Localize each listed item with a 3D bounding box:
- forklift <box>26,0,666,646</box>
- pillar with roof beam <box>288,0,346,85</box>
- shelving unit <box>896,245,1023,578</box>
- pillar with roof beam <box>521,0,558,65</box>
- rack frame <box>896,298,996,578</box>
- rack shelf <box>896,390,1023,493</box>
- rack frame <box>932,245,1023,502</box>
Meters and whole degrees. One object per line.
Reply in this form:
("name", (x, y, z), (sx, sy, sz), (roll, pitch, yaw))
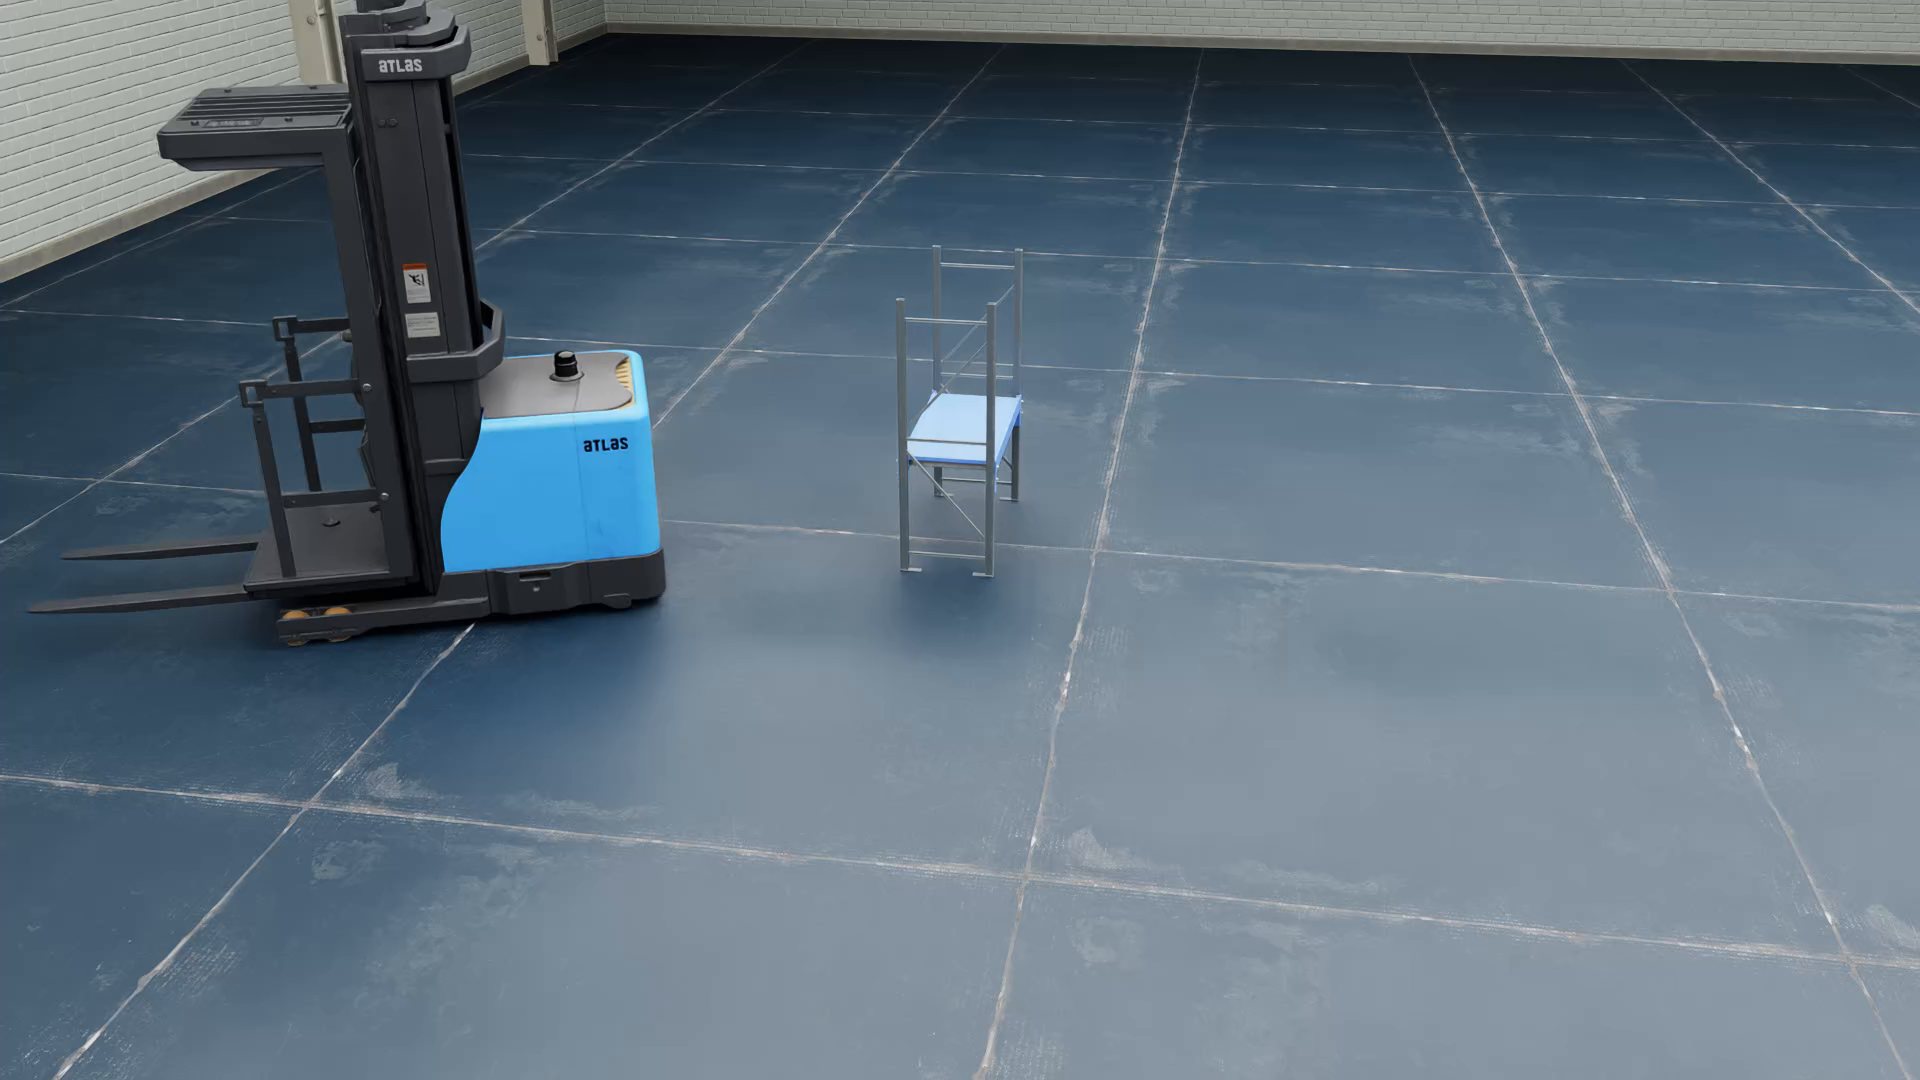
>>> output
("forklift", (-3.081, -1.055, 8.047), (3.031, 2.935, 1.130), (-5, 26, -11))
("pillar with roof beam", (-2.728, -8.129, 16.003), (9.100, 9.000, 0.400), (4, 25, 9))
("shelving unit", (0.014, -0.715, 9.008), (0.538, 1.500, 1.048), (4, 25, 9))
("pillar with roof beam", (-1.747, -10.639, 21.364), (9.100, 9.000, 0.400), (4, 25, 9))
("rack frame", (-0.069, -0.502, 8.554), (0.500, 1.500, 0.032), (4, 25, 9))
("rack shelf", (0.014, -0.552, 9.085), (0.538, 0.185, 1.000), (4, 25, 9))
("rack frame", (0.097, -0.928, 9.462), (0.500, 1.500, 0.032), (4, 25, 9))
